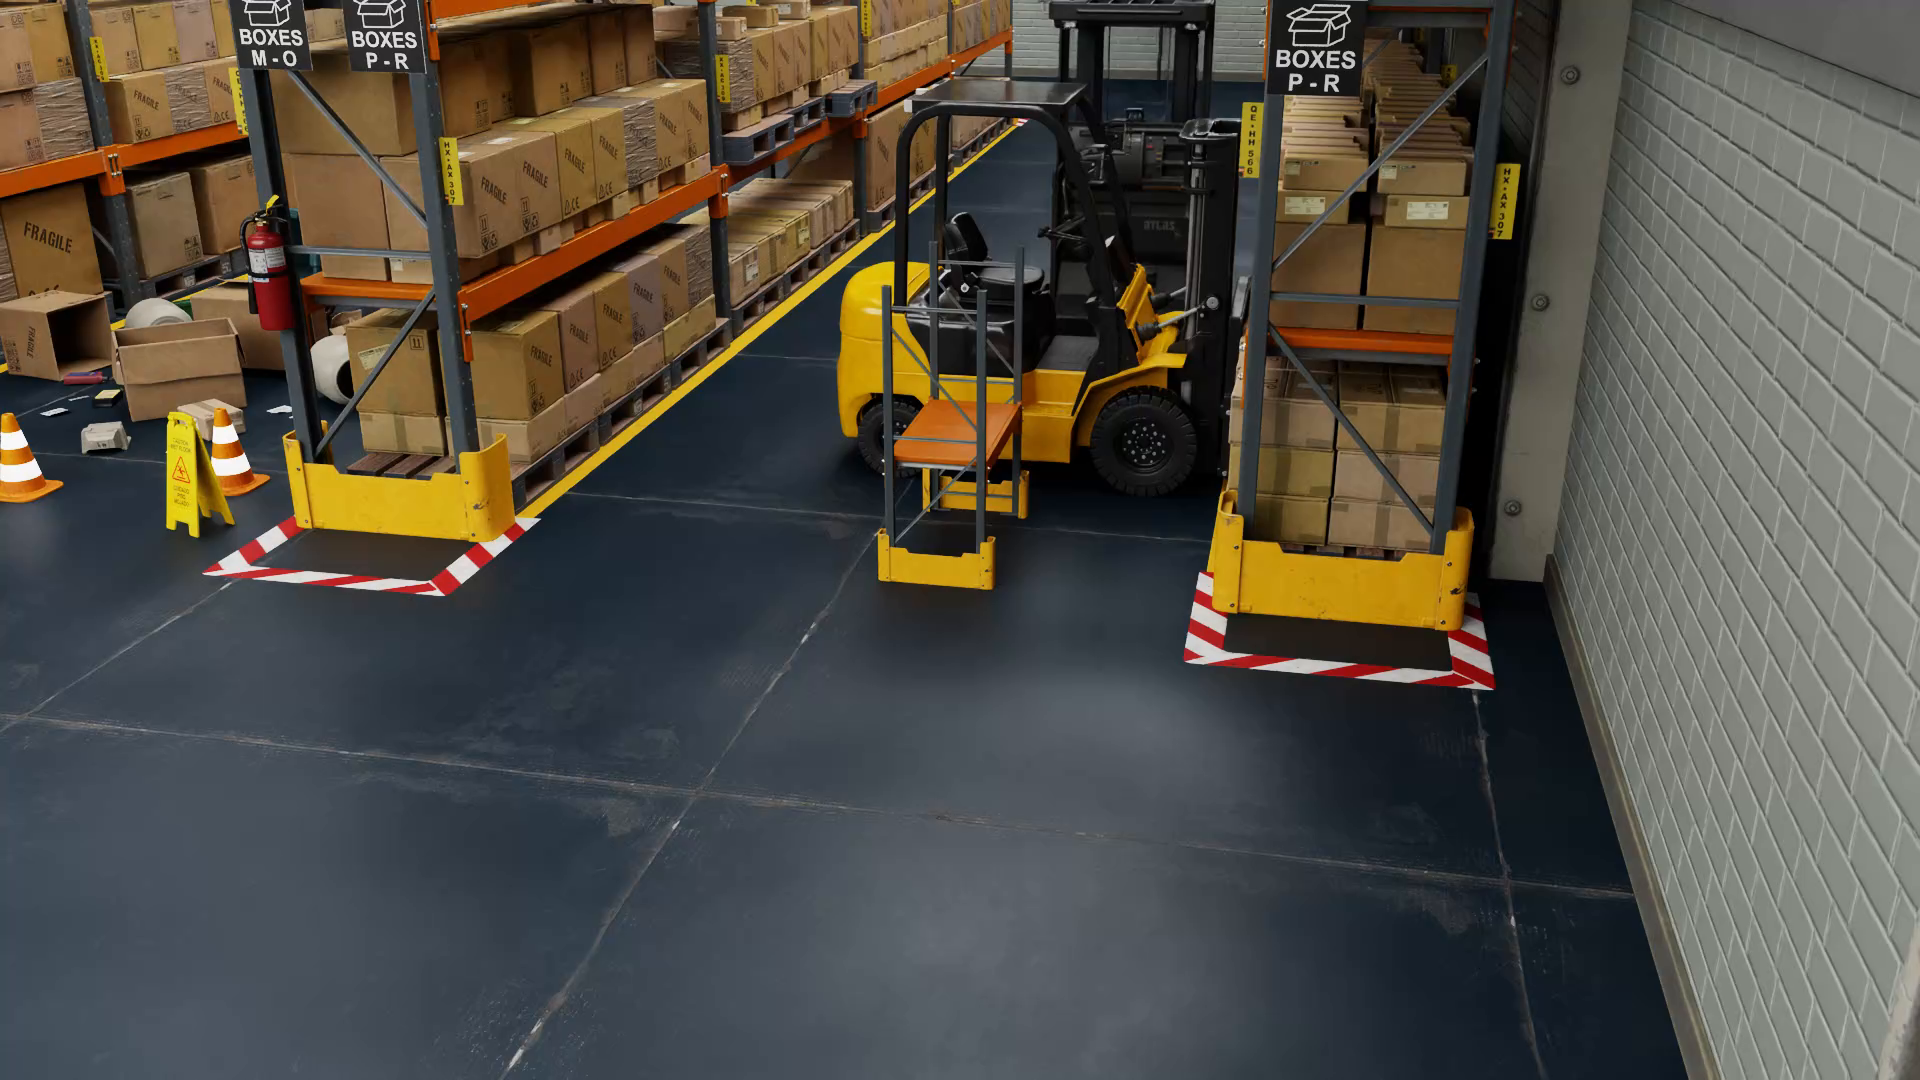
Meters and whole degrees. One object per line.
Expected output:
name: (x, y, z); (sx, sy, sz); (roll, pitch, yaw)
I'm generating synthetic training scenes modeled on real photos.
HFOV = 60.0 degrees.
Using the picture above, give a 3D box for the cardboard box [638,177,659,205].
cardboard box: (-2.193, -2.287, 10.854); (0.380, 0.149, 0.250); (4, 22, 10)

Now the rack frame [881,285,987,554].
rack frame: (-0.121, -0.479, 8.034); (0.500, 1.500, 0.032); (4, 22, 11)

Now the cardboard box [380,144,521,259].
cardboard box: (-2.670, -1.790, 8.751); (0.500, 0.500, 0.500); (4, 22, 10)

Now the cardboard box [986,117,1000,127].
cardboard box: (0.011, -5.727, 21.926); (0.875, 0.438, 0.875); (5, 22, 12)

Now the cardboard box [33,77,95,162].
cardboard box: (-7.152, -3.191, 12.560); (0.875, 0.550, 0.550); (4, 22, 11)

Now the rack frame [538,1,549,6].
rack frame: (-5.456, -6.183, 20.190); (1.000, 3.000, 0.127); (4, 22, 11)

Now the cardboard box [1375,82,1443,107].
cardboard box: (2.736, -2.698, 10.138); (0.380, 0.149, 0.250); (4, 22, 10)

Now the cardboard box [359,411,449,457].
cardboard box: (-3.132, -0.698, 9.689); (0.500, 0.250, 0.500); (4, 22, 11)

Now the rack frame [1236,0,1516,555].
rack frame: (1.822, -1.076, 7.511); (1.000, 3.000, 0.127); (4, 22, 11)

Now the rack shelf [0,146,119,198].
rack shelf: (-7.497, -2.192, 11.243); (1.077, 0.370, 4.000); (4, 22, 11)

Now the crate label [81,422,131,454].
crate label: (-5.270, -0.634, 10.244); (0.250, 0.136, 0.298); (-7, 23, -17)

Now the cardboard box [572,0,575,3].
cardboard box: (-5.014, -6.710, 20.968); (0.500, 0.500, 0.500); (4, 22, 11)

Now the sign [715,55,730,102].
sign: (-1.689, -3.279, 11.822); (0.100, 0.325, 0.005); (4, 22, 11)

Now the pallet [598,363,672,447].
pallet: (-2.571, -0.927, 10.873); (1.003, 0.211, 1.213); (4, 22, 11)

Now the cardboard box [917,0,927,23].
cardboard box: (-0.656, -5.796, 17.758); (0.500, 0.500, 0.500); (5, 23, 13)

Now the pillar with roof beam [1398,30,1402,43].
pillar with roof beam: (2.305, -10.956, 24.013); (9.100, 9.000, 0.400); (4, 22, 11)

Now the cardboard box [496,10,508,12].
cardboard box: (-5.450, -6.051, 19.240); (0.380, 0.149, 0.250); (5, 23, 13)

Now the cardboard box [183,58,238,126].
cardboard box: (-6.511, -3.842, 14.245); (0.500, 0.500, 0.500); (4, 22, 11)

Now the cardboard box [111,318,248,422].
cardboard box: (-5.158, -1.131, 10.988); (0.797, 0.503, 0.637); (-11, 25, -26)

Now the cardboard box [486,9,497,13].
cardboard box: (-5.509, -6.086, 18.929); (0.380, 0.149, 0.250); (4, 22, 11)

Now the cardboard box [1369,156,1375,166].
cardboard box: (2.489, -1.843, 9.281); (0.500, 0.500, 0.500); (5, 22, 12)

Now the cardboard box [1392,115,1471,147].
cardboard box: (2.470, -2.135, 8.740); (0.380, 0.149, 0.250); (4, 22, 10)

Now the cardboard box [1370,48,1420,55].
cardboard box: (3.547, -3.926, 13.584); (0.380, 0.149, 0.250); (4, 22, 10)

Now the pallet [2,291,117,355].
pallet: (-7.320, -1.691, 12.770); (1.003, 0.211, 1.213); (4, 22, 11)

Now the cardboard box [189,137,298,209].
cardboard box: (-6.660, -3.335, 15.569); (1.050, 0.750, 0.750); (5, 22, 12)

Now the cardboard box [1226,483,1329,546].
cardboard box: (1.608, -0.192, 8.433); (0.500, 0.250, 0.500); (5, 22, 11)

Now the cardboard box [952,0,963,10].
cardboard box: (-0.255, -6.508, 19.526); (0.500, 0.500, 0.500); (5, 22, 11)

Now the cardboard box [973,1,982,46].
cardboard box: (-0.023, -6.405, 20.609); (0.500, 0.500, 0.500); (5, 22, 11)

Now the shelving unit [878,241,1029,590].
shelving unit: (-0.016, -0.668, 8.504); (0.587, 1.500, 1.083); (4, 22, 11)

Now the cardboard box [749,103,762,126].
cardboard box: (-1.740, -3.263, 12.715); (0.380, 0.149, 0.250); (5, 22, 12)

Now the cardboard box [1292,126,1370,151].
cardboard box: (1.859, -1.985, 8.366); (0.380, 0.149, 0.250); (5, 22, 11)

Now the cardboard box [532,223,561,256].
cardboard box: (-2.498, -1.719, 9.443); (0.380, 0.149, 0.250); (5, 22, 12)

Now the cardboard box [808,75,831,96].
cardboard box: (-1.336, -3.927, 14.364); (0.380, 0.149, 0.250); (5, 22, 12)

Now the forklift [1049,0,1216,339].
forklift: (1.203, -2.766, 11.797); (1.130, 2.935, 3.031); (4, 22, 9)

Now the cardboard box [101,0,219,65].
cardboard box: (-6.787, -4.322, 14.098); (0.700, 0.500, 0.500); (5, 22, 11)

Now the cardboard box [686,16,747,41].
cardboard box: (-1.780, -3.742, 12.166); (0.380, 0.149, 0.250); (4, 22, 11)

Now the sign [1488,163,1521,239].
sign: (2.364, -1.470, 7.224); (0.100, 0.325, 0.005); (4, 22, 11)

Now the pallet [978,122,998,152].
pallet: (-0.111, -5.268, 21.652); (1.003, 0.211, 1.213); (4, 22, 11)

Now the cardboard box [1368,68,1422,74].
cardboard box: (3.185, -3.368, 12.200); (0.380, 0.149, 0.250); (4, 22, 11)

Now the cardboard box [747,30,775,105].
cardboard box: (-1.744, -3.628, 12.754); (0.500, 0.500, 0.500); (5, 22, 11)

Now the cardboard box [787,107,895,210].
cardboard box: (-1.184, -3.835, 16.642); (0.875, 0.875, 0.875); (4, 22, 10)

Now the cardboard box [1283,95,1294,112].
cardboard box: (2.095, -2.551, 9.772); (0.380, 0.149, 0.250); (4, 22, 10)

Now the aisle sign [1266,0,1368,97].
aisle sign: (1.521, -2.281, 7.022); (0.394, 0.787, 0.004); (4, 22, 11)

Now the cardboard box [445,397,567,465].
cardboard box: (-2.603, -0.647, 9.563); (0.500, 0.250, 0.500); (4, 22, 10)

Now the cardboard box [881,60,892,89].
cardboard box: (-0.972, -4.659, 16.606); (0.500, 0.250, 0.500); (4, 22, 9)

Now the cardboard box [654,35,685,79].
cardboard box: (-2.353, -3.482, 12.390); (0.500, 0.500, 0.500); (4, 22, 10)

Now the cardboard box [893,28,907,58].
cardboard box: (-0.840, -5.078, 16.979); (0.500, 0.250, 0.500); (4, 22, 11)

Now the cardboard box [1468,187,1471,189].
cardboard box: (2.425, -1.894, 8.540); (0.380, 0.149, 0.250); (5, 22, 11)

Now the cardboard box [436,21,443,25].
cardboard box: (-5.770, -5.478, 17.816); (0.380, 0.149, 0.250); (4, 22, 11)

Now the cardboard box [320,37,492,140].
cardboard box: (-3.037, -2.490, 9.150); (0.700, 0.500, 0.500); (5, 22, 11)

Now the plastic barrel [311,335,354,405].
plastic barrel: (-4.099, -1.129, 11.091); (0.421, 0.421, 0.512); (-16, 27, -35)

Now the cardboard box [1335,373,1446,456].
cardboard box: (2.105, -0.621, 8.160); (0.500, 0.250, 0.500); (4, 22, 10)

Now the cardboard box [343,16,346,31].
cardboard box: (-5.988, -5.230, 16.802); (0.380, 0.149, 0.250); (4, 22, 11)

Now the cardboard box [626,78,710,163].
cardboard box: (-2.069, -2.919, 11.555); (0.500, 0.500, 0.500); (4, 22, 10)

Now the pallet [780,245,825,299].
pallet: (-1.818, -2.355, 14.419); (1.003, 0.211, 1.213); (4, 22, 11)

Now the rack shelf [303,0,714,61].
rack shelf: (-2.630, -3.243, 9.838); (1.077, 0.370, 4.000); (4, 22, 11)

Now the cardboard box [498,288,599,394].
cardboard box: (-2.496, -1.195, 9.920); (0.500, 0.500, 0.500); (4, 22, 9)
